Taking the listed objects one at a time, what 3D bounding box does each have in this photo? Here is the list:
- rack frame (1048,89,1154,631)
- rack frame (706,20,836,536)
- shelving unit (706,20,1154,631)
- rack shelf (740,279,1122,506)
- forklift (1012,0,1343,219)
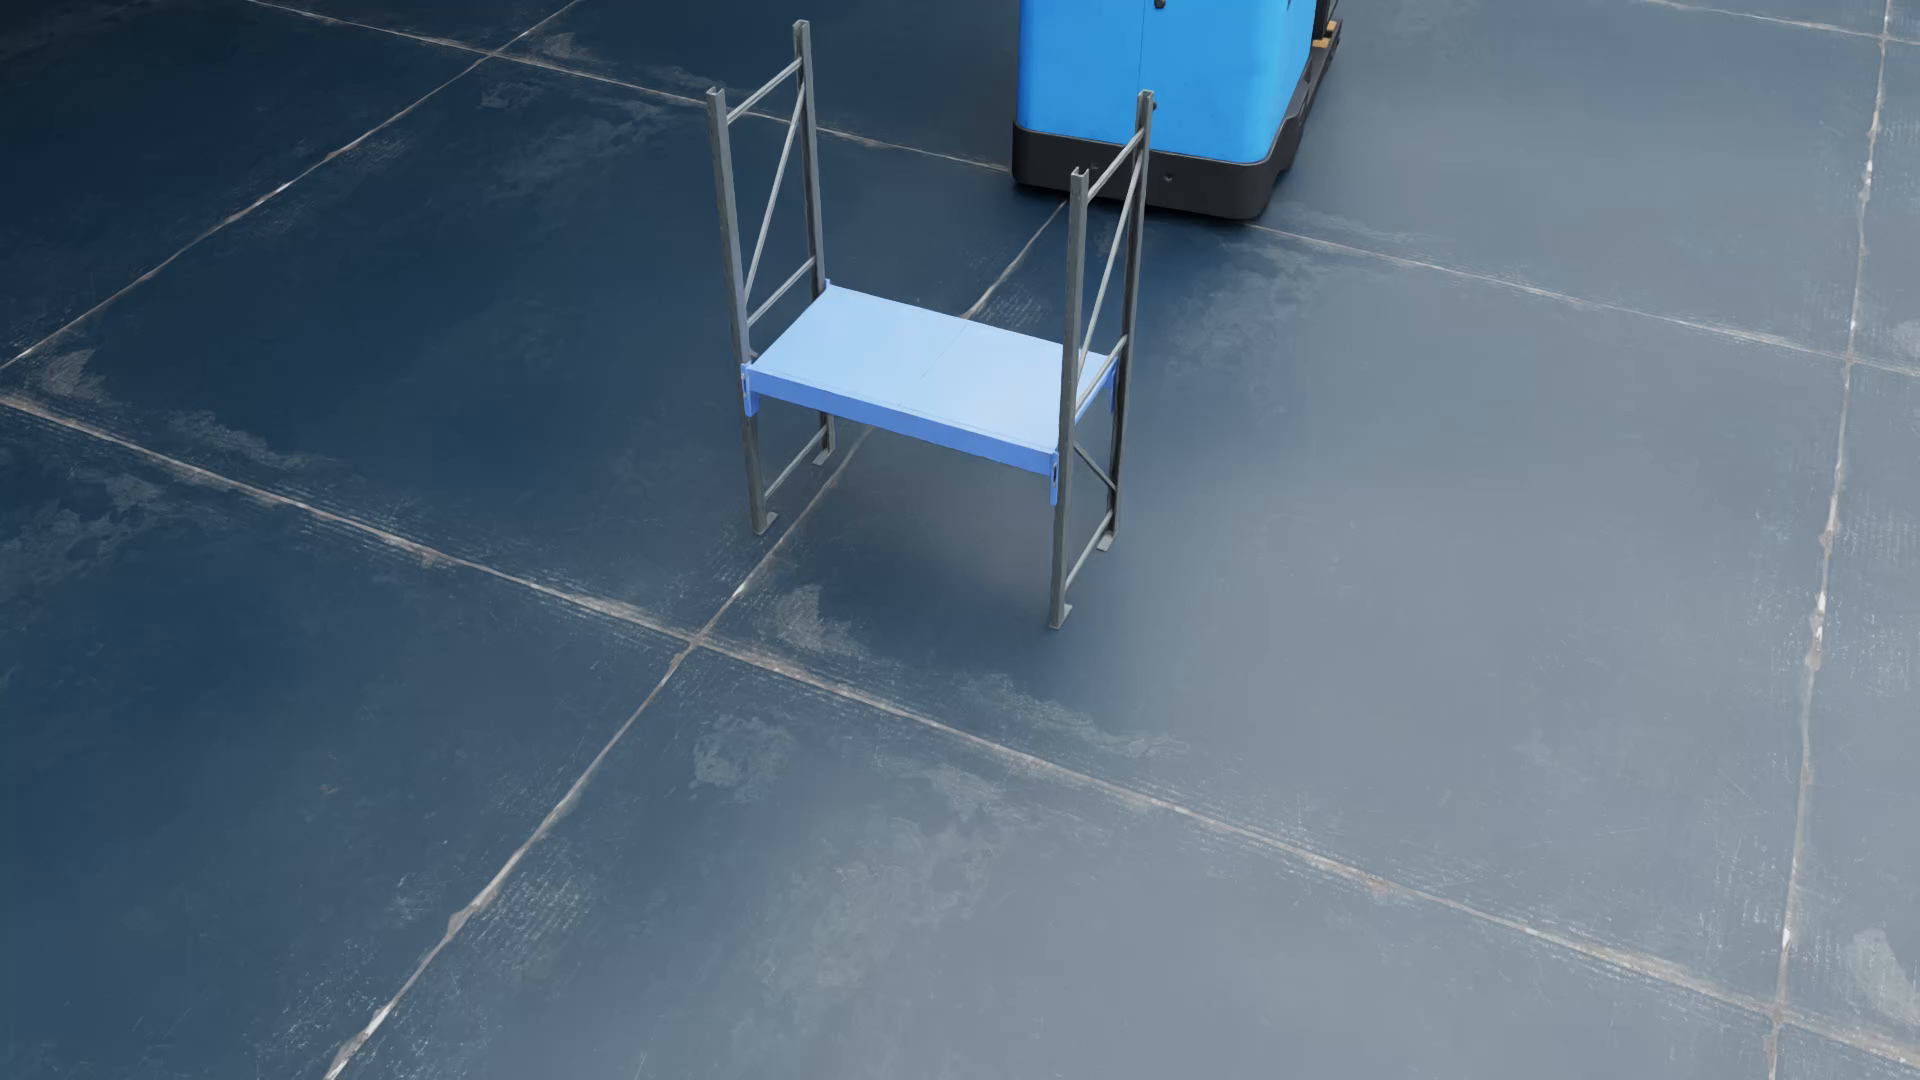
[{"bbox_3d":[0.383,-0.450,4.624,0.032,1.500,0.500,17,44,19],"label":"rack frame"},{"bbox_3d":[-0.538,-0.731,4.948,0.032,1.500,0.500,17,44,19],"label":"rack frame"},{"bbox_3d":[-0.077,-0.590,4.786,1.048,1.500,0.538,17,44,19],"label":"shelving unit"},{"bbox_3d":[-0.077,-0.454,4.904,1.000,0.185,0.538,17,44,19],"label":"rack shelf"},{"bbox_3d":[1.172,-3.358,6.886,1.130,2.935,3.031,13,42,14],"label":"forklift"}]
